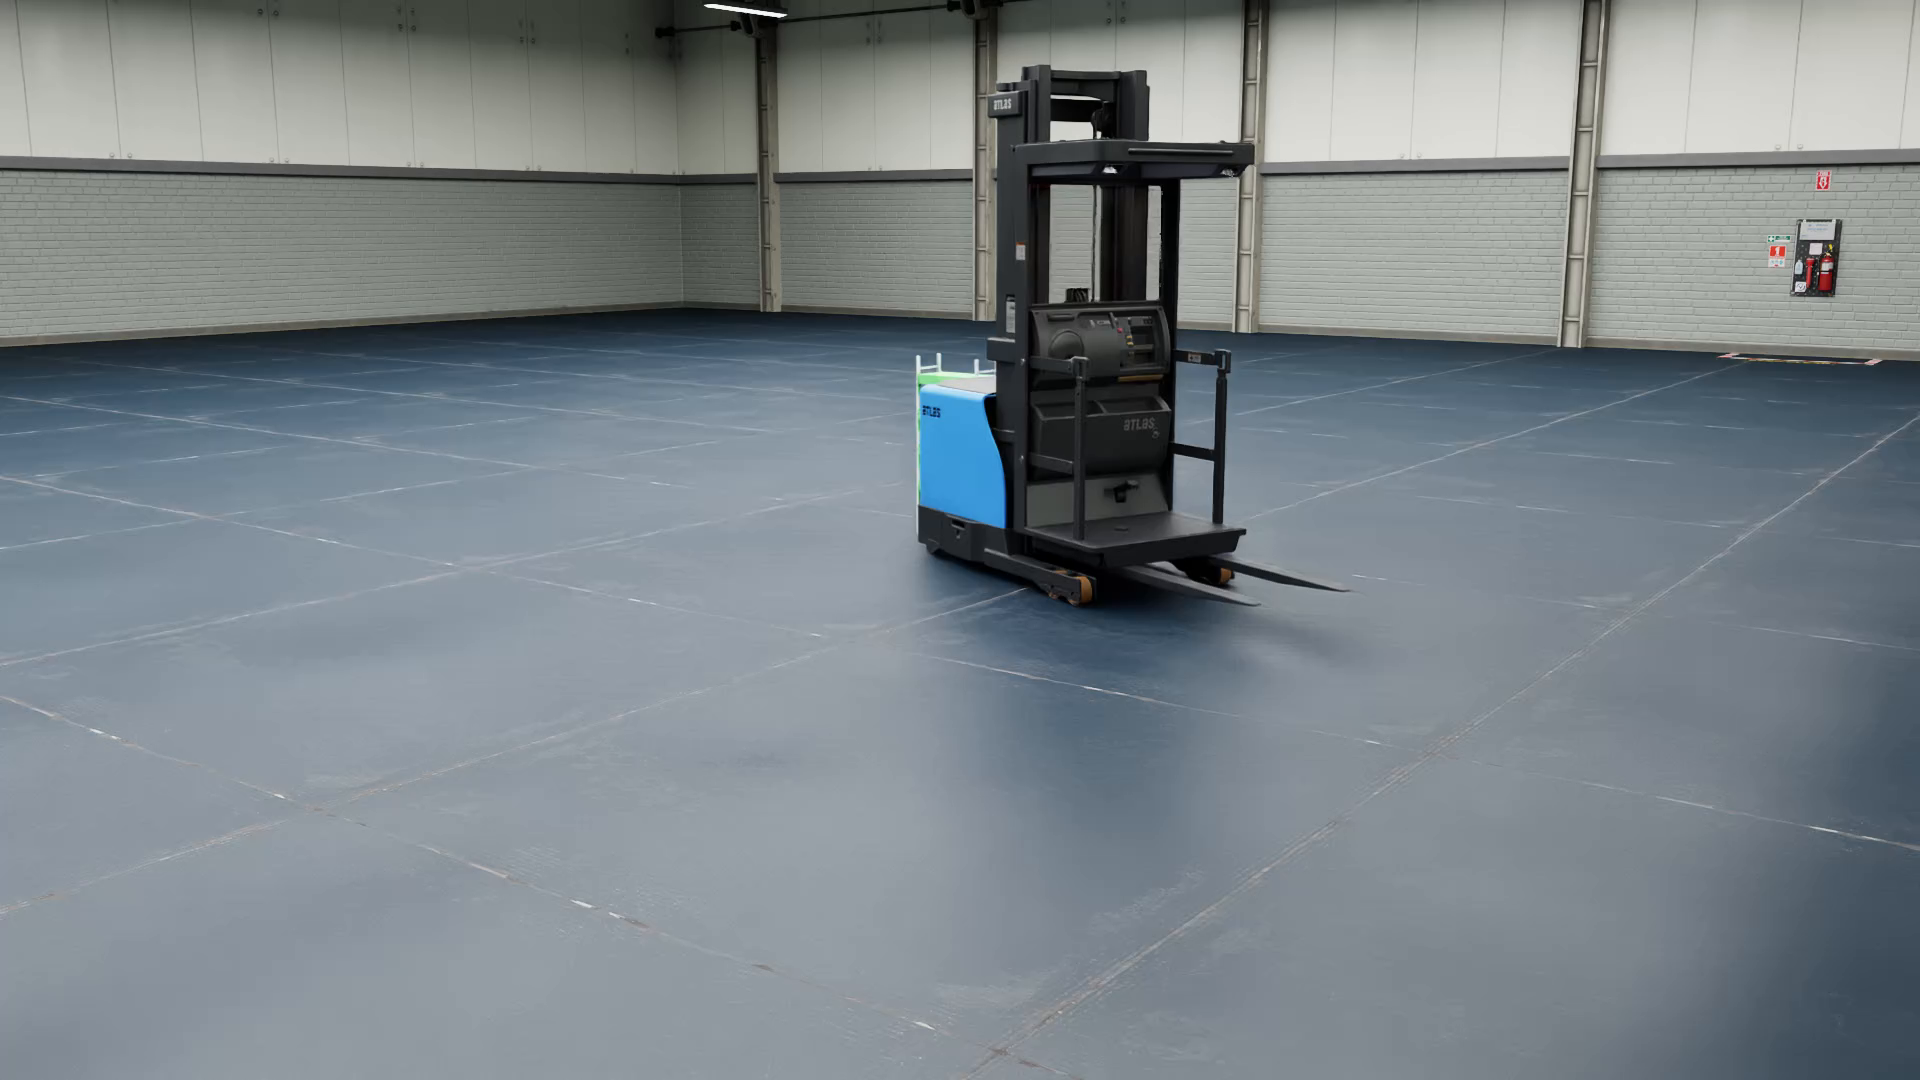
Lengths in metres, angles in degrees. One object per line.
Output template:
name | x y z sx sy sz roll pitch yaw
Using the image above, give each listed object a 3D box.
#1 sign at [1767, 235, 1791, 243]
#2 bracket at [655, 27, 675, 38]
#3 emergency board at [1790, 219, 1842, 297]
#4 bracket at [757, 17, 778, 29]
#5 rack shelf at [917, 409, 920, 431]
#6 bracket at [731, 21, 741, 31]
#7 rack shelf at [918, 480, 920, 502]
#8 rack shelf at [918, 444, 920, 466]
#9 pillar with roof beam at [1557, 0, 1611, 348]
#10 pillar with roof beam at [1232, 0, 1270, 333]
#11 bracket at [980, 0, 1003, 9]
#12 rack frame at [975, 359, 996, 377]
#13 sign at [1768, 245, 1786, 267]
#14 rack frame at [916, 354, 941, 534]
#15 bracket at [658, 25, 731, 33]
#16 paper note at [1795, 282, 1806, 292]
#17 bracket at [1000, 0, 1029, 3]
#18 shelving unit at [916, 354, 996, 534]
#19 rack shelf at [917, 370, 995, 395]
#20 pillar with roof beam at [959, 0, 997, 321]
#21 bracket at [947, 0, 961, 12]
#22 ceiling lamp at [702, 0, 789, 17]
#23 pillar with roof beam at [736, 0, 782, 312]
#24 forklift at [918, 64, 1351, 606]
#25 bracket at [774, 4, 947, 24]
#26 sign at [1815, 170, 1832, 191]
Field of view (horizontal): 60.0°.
sign | 12.660 -4.655 25.703 0.331 0.109 0.001 8 13 36
bracket | -6.784 -11.687 38.270 0.430 0.232 0.235 8 13 36
emergency board | 13.046 -4.301 25.363 0.643 1.169 0.194 8 13 36
bracket | -4.205 -11.327 36.411 0.430 0.232 0.235 8 13 36
rack shelf | -0.018 -0.793 11.042 0.480 0.148 0.258 8 14 37
bracket | -4.874 -11.420 36.893 0.430 0.232 0.235 8 13 36
rack shelf | -0.018 -0.322 11.133 0.480 0.148 0.258 8 14 37
rack shelf | -0.018 -0.557 11.088 0.480 0.148 0.258 8 14 37
pillar with roof beam | 7.631 -6.978 23.407 0.400 9.000 9.100 8 13 36
pillar with roof beam | 2.795 -7.653 26.894 0.400 9.000 9.100 8 13 36
bracket | 0.632 -10.652 32.924 0.430 0.232 0.235 8 13 36
rack frame | 0.175 -0.592 10.928 0.015 1.200 0.240 8 14 37
sign | 12.661 -4.396 25.763 0.234 0.329 0.001 8 13 36
rack frame | -0.210 -0.649 11.223 0.015 1.200 0.240 8 14 37
bracket | -6.308 -11.620 37.927 3.189 0.066 0.076 8 13 36
paper note | 12.944 -3.899 25.605 0.142 0.148 0.016 8 13 36
bracket | 2.708 -10.363 31.426 4.783 0.066 0.076 8 13 36
shelving unit | -0.018 -0.620 11.076 0.503 1.200 0.258 8 14 37
rack shelf | -0.018 -1.029 10.997 0.480 0.148 0.258 8 14 37
pillar with roof beam | -2.041 -8.327 30.381 0.548 9.000 9.100 8 13 36
bracket | -0.038 -10.746 33.406 0.430 0.232 0.235 8 13 36
ceiling lamp | -4.151 -11.333 30.549 0.800 3.185 2.000 8 13 36
pillar with roof beam | -6.877 -9.002 33.868 0.548 9.000 9.100 8 13 36
forklift | 0.933 -1.177 9.398 1.130 2.935 3.031 -7 13 -31
bracket | -2.128 -11.037 34.913 4.783 0.066 0.076 8 13 36
sign | 13.098 -5.455 25.227 0.199 0.298 0.001 8 13 36
